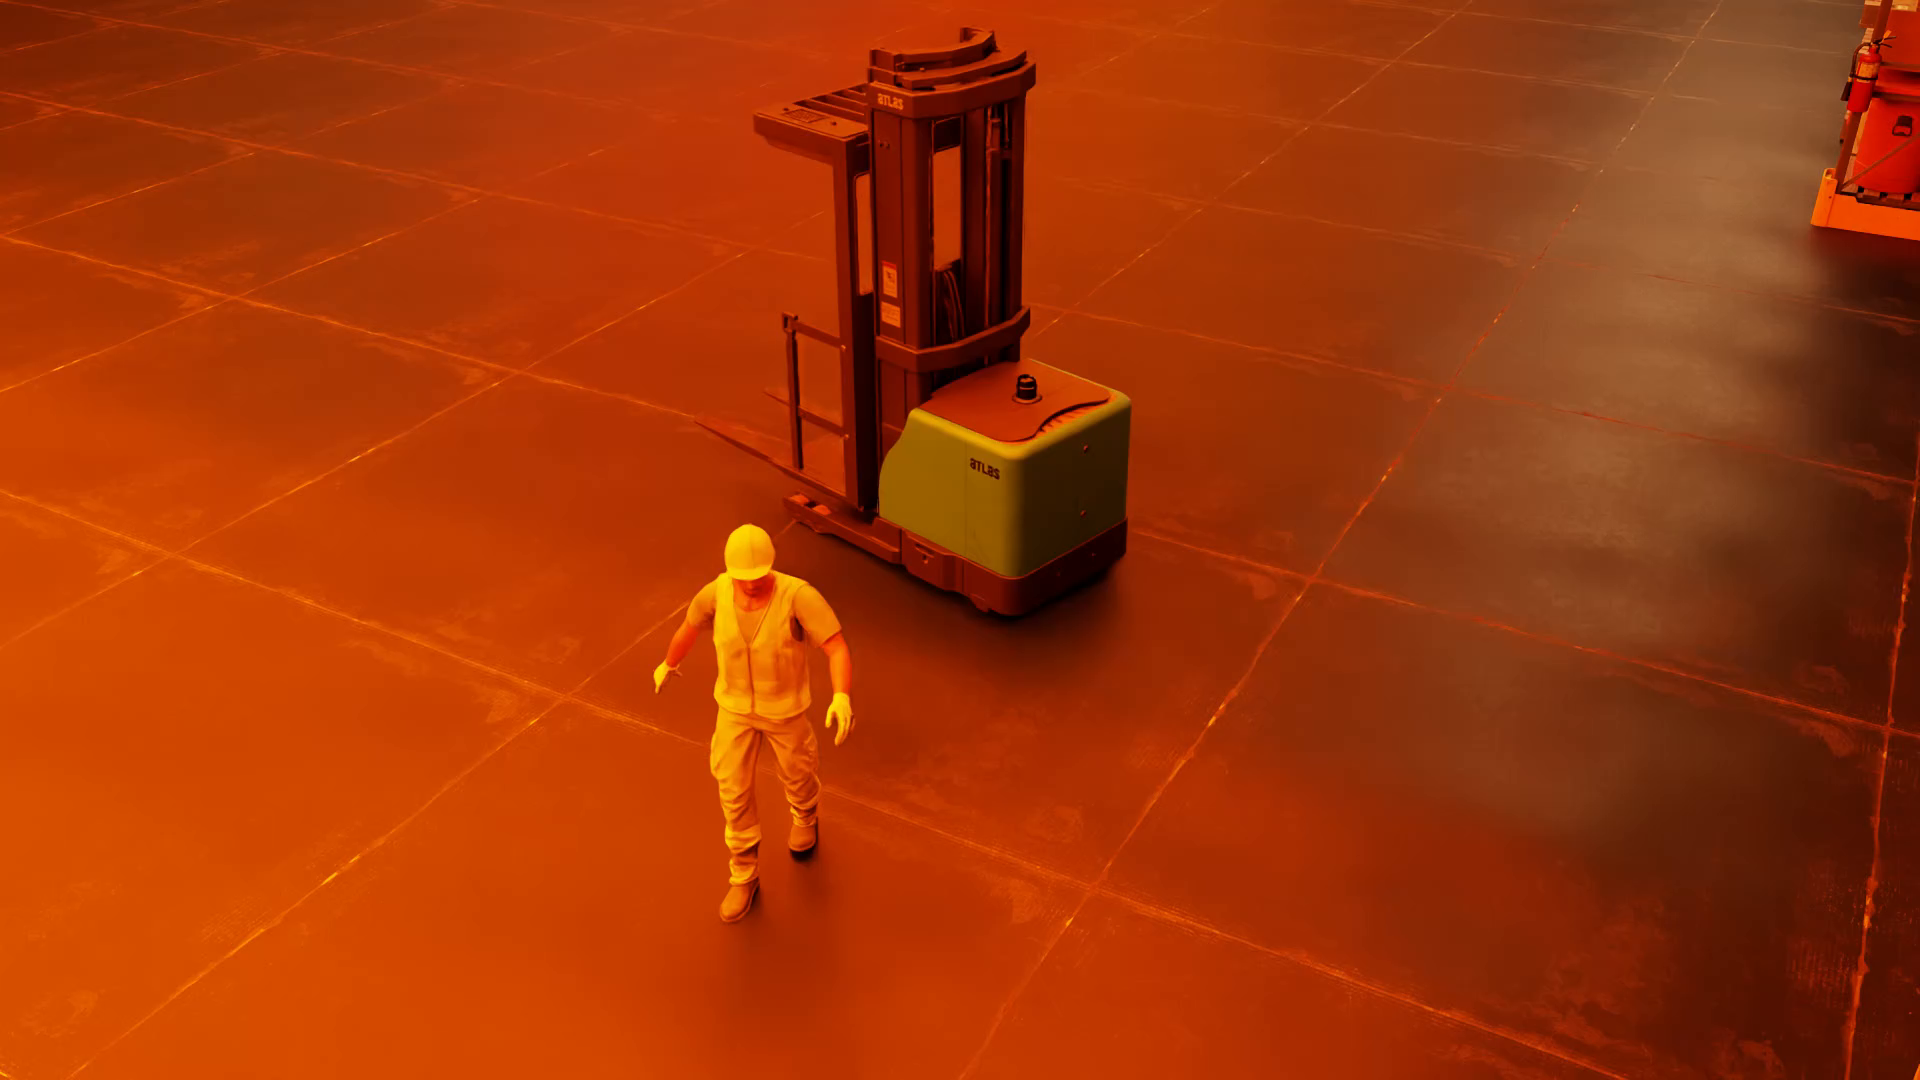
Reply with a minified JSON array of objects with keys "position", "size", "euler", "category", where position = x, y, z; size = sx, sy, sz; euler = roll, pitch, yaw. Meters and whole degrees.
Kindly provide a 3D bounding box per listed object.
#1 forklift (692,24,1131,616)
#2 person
[{"position":[-0.443,-1.479,9.634],"size":[3.031,2.935,1.130],"euler":[26,39,37],"category":"forklift"},{"position":[-0.868,0.725,7.000],"size":[0.996,1.762,0.762],"euler":[5,30,8],"category":"person"}]
